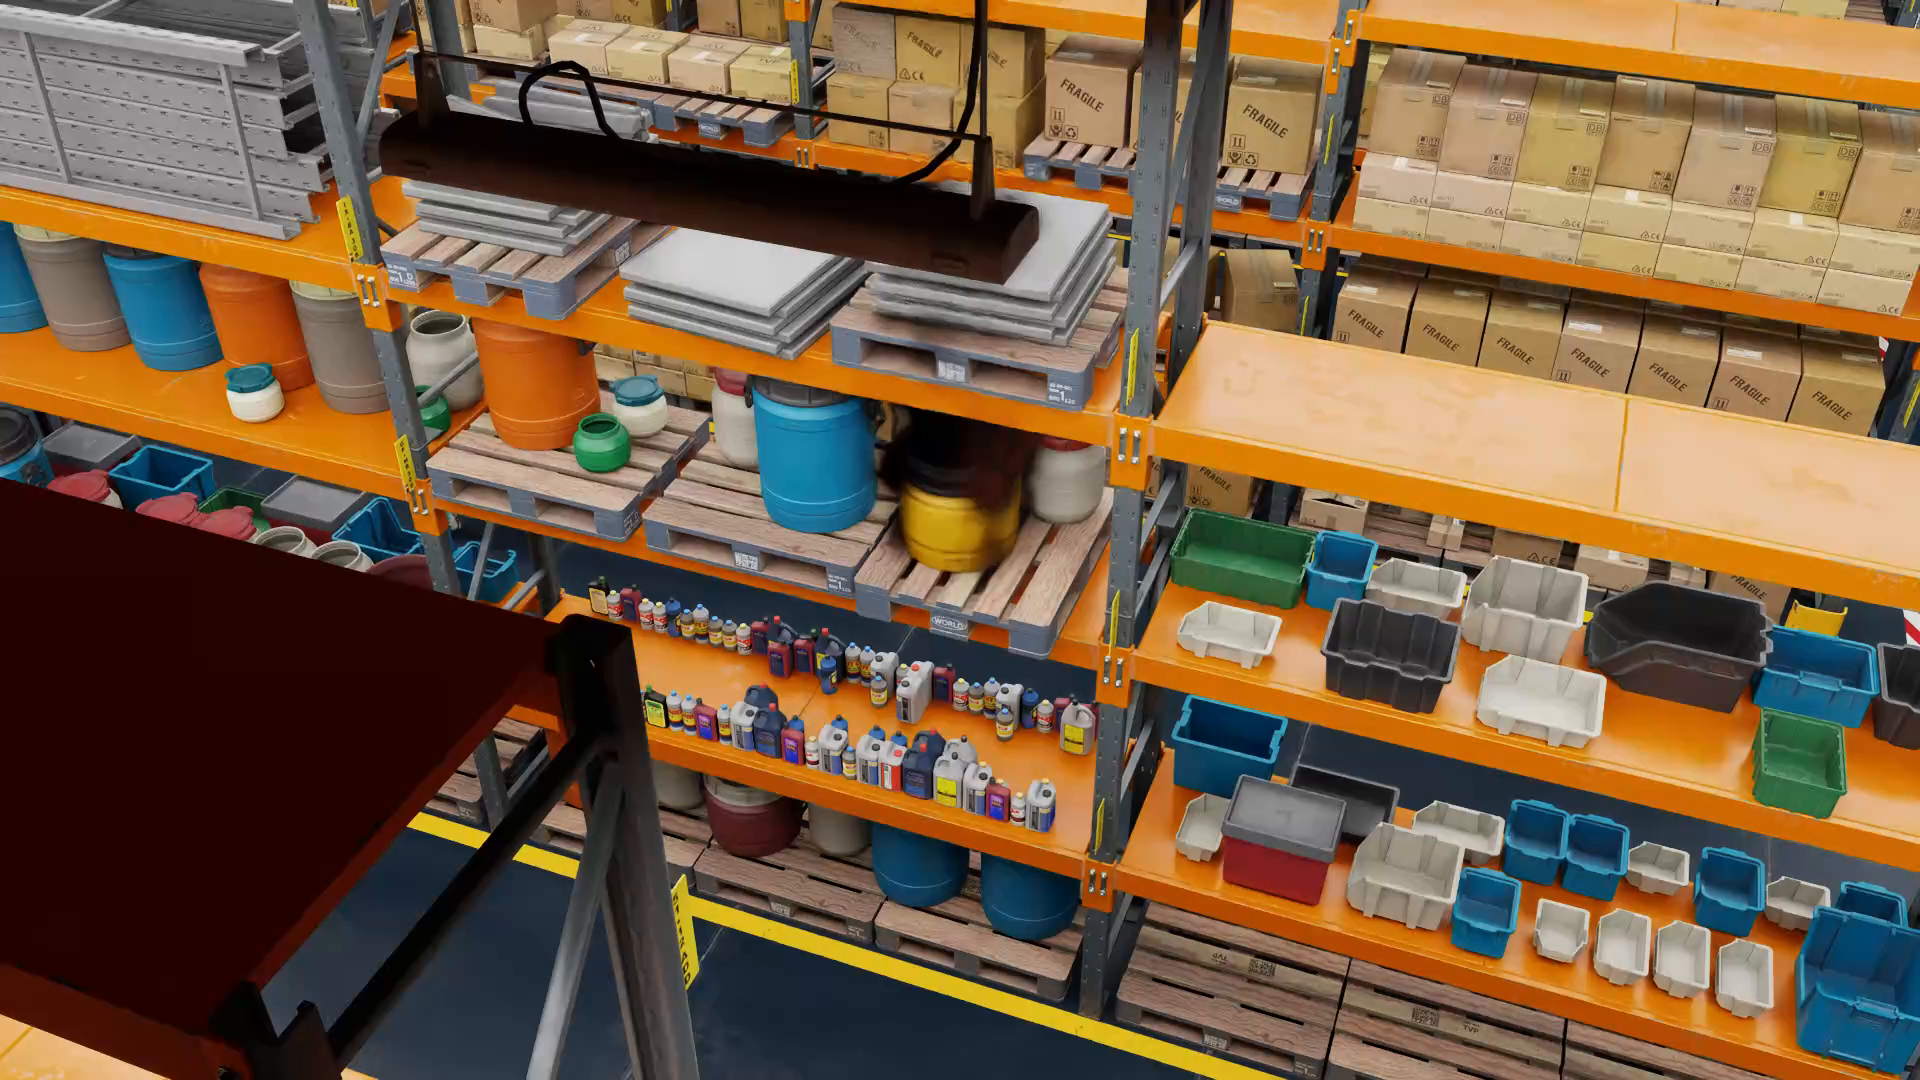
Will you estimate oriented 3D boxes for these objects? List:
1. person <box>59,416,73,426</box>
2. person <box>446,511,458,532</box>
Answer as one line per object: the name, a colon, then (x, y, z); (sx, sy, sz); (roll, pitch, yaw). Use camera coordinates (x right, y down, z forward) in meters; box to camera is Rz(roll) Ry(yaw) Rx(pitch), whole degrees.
person: (-7.252, -1.147, 13.492); (0.968, 1.673, 0.574); (18, 40, 23)
person: (-4.211, -0.807, 13.029); (0.544, 1.742, 0.684); (5, 37, 7)
